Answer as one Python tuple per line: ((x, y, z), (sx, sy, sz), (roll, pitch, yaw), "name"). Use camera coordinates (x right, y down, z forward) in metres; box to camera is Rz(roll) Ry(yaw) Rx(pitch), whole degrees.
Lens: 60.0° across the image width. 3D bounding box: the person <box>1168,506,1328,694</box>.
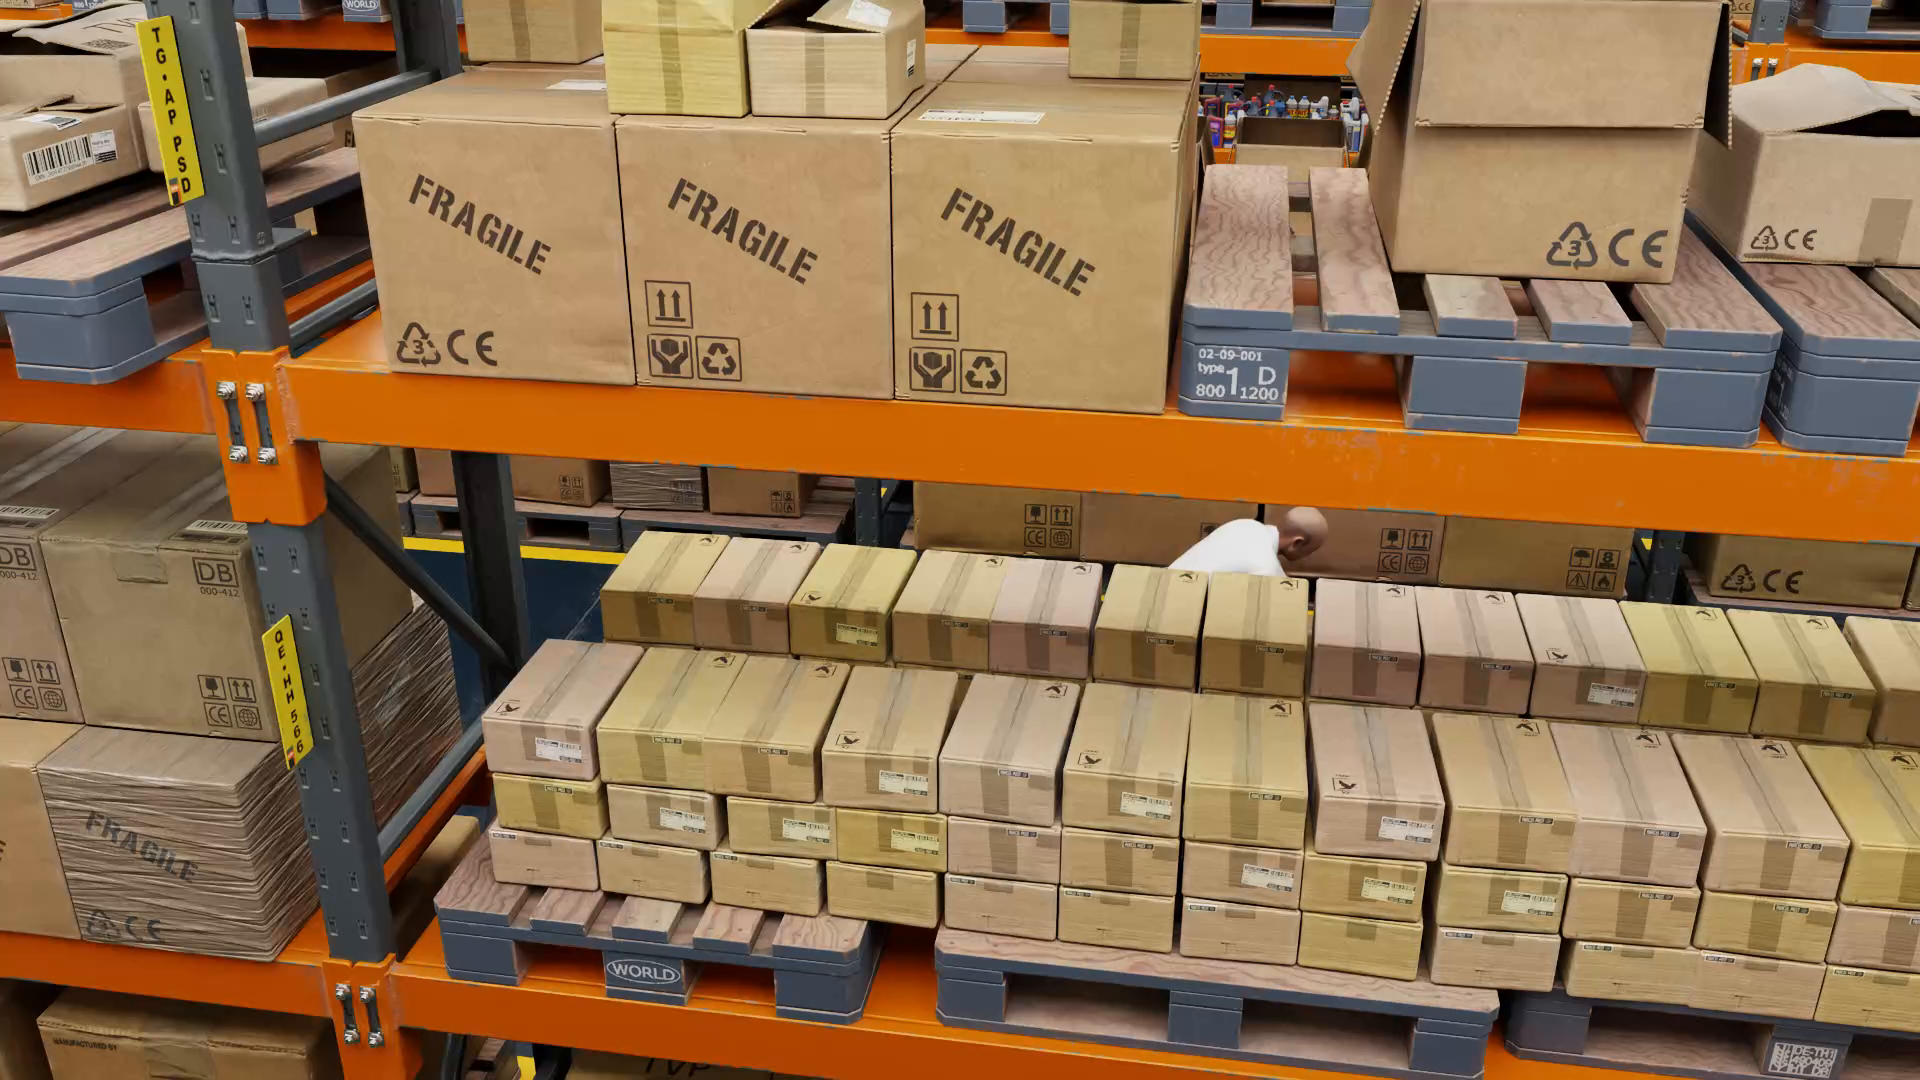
((1.248, 0.360, 7.401), (0.909, 0.896, 0.603), (4, 25, 8), "person")
